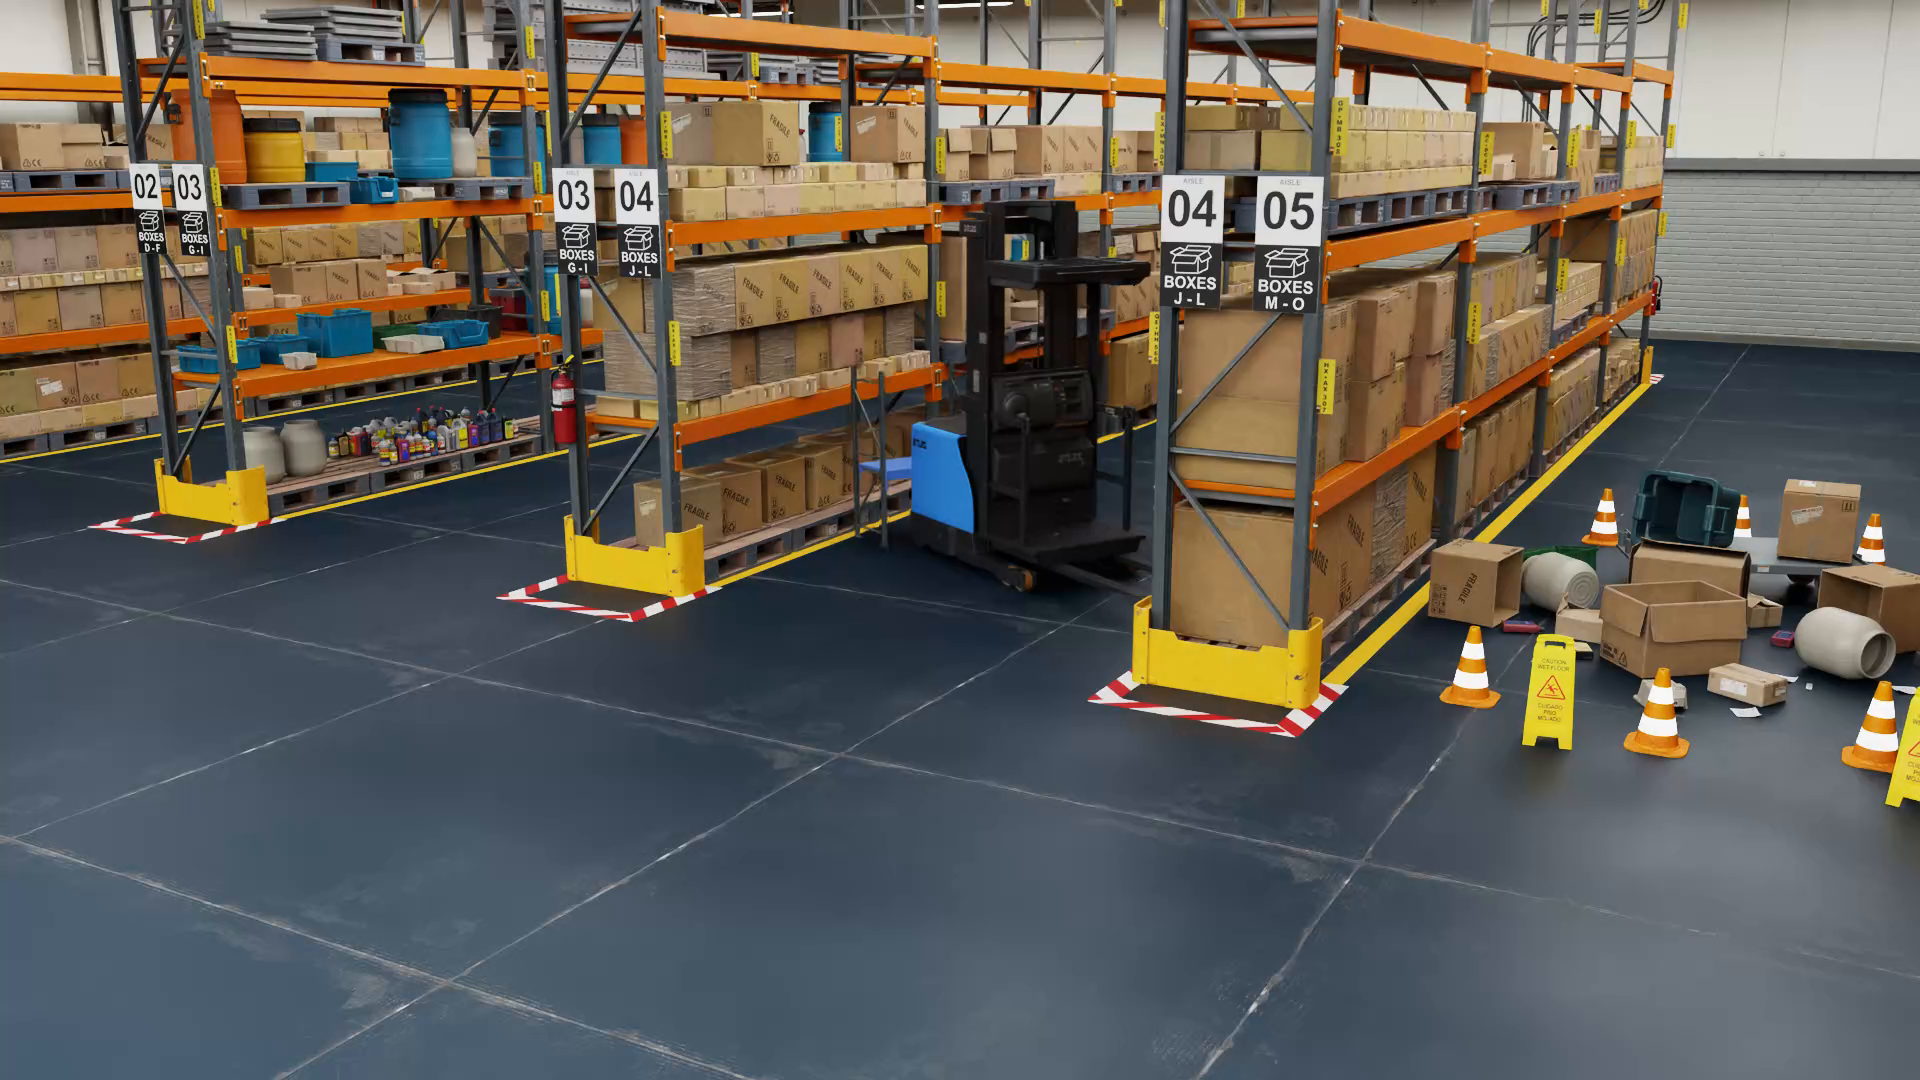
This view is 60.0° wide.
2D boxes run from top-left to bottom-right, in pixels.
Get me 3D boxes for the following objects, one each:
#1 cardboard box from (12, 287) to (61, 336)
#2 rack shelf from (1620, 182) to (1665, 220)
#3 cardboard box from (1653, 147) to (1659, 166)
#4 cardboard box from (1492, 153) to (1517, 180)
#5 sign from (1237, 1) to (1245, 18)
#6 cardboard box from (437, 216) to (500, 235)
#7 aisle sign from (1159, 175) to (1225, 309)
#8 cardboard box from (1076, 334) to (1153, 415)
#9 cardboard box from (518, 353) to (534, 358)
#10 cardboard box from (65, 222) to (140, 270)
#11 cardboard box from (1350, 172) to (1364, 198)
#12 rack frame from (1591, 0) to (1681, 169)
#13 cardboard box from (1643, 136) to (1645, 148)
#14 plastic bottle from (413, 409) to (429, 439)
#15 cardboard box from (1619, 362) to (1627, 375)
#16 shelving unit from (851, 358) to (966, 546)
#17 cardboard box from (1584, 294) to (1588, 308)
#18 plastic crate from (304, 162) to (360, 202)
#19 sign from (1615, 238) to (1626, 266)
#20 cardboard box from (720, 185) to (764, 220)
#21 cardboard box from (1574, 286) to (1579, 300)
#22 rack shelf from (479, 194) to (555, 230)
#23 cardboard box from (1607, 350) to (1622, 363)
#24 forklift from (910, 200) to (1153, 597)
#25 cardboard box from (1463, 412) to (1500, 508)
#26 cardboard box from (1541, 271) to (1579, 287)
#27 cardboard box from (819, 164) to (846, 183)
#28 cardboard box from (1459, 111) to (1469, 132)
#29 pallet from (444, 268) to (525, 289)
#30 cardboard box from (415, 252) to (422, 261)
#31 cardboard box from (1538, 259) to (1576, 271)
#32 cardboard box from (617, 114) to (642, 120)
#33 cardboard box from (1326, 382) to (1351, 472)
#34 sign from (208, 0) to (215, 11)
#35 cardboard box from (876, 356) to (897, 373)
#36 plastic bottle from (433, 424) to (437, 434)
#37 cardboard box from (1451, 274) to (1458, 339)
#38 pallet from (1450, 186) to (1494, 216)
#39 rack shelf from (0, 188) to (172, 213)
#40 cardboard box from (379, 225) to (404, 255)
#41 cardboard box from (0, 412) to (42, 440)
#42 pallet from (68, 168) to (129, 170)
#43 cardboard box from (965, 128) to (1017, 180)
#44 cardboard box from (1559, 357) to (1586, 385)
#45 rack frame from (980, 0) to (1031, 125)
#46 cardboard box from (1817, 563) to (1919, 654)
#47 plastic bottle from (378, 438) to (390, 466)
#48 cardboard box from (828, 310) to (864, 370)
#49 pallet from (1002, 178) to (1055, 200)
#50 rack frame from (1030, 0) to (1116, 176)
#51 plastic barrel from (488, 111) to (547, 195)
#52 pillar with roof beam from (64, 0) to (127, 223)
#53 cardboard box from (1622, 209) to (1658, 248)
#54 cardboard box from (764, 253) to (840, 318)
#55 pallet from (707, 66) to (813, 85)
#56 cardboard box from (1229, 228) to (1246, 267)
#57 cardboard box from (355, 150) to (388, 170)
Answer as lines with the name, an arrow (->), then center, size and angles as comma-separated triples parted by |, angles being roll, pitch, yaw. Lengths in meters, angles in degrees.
cardboard box -> -10.534, -2.577, 18.610 | 0.700, 0.500, 0.500 | 7, 15, 28
rack shelf -> 8.465, -4.500, 21.933 | 1.077, 0.370, 4.000 | 7, 15, 28
cardboard box -> 9.186, -5.201, 22.562 | 0.500, 0.250, 0.500 | 7, 15, 27
cardboard box -> 4.721, -3.345, 14.786 | 0.396, 0.266, 0.258 | 7, 15, 28
sign -> 3.686, -6.914, 21.848 | 0.100, 0.325, 0.005 | 7, 15, 28
cardboard box -> -9.169, -5.652, 30.936 | 0.980, 0.700, 0.700 | 7, 15, 27
aisle sign -> 1.400, -1.802, 10.062 | 0.394, 0.787, 0.004 | 7, 15, 28
cardboard box -> 1.623, -2.053, 20.288 | 1.225, 0.875, 0.875 | 7, 15, 25
cardboard box -> -6.680, -3.034, 25.112 | 0.500, 0.500, 0.500 | 7, 15, 26
cardboard box -> -10.027, -3.426, 19.365 | 0.700, 0.500, 0.500 | 7, 15, 28
cardboard box -> 2.266, -2.194, 10.261 | 0.380, 0.149, 0.250 | 8, 15, 29
rack frame -> 9.432, -6.718, 23.199 | 1.000, 3.000, 0.127 | 7, 15, 28
cardboard box -> 8.643, -5.155, 21.517 | 0.380, 0.149, 0.250 | 7, 15, 26
plastic bottle -> -5.843, -1.252, 18.041 | 0.144, 0.351, 0.185 | 7, 15, 26
cardboard box -> 8.689, -2.299, 22.222 | 0.380, 0.149, 0.250 | 8, 15, 29
shelving unit -> -0.363, -0.790, 14.588 | 1.048, 1.500, 0.538 | -9, 15, -33
cardboard box -> 7.111, -2.803, 19.401 | 0.380, 0.149, 0.250 | 7, 15, 25
plastic crate -> -6.273, -3.539, 16.445 | 0.392, 0.384, 0.575 | 7, 15, 28
sign -> 7.986, -3.482, 20.104 | 0.100, 0.325, 0.005 | 7, 15, 28
cardboard box -> -1.893, -2.663, 13.099 | 0.500, 0.250, 0.500 | 7, 15, 27
cardboard box -> 6.722, -2.783, 18.684 | 0.380, 0.149, 0.250 | 8, 16, 30
rack shelf -> -4.031, -4.002, 19.869 | 1.077, 0.370, 4.000 | 7, 15, 28
cardboard box -> 8.624, -2.453, 22.227 | 0.380, 0.149, 0.250 | 7, 15, 28
forklift -> 0.772, -1.147, 13.039 | 1.130, 2.935, 3.031 | -8, 16, -31
cardboard box -> 4.322, -0.785, 15.294 | 1.050, 0.750, 0.750 | 7, 15, 28
cardboard box -> 6.715, -2.925, 18.636 | 0.380, 0.149, 0.250 | 7, 15, 27
cardboard box -> -1.199, -3.131, 14.190 | 0.380, 0.149, 0.250 | 8, 16, 31
cardboard box -> 3.611, -3.153, 12.537 | 0.380, 0.149, 0.250 | 7, 15, 28
pallet -> -7.132, -3.920, 24.802 | 1.213, 0.211, 1.003 | 7, 15, 28
cardboard box -> -9.719, -5.033, 29.505 | 0.380, 0.149, 0.250 | 8, 15, 29
cardboard box -> 7.485, -3.305, 20.996 | 0.500, 0.500, 0.500 | 7, 15, 28
cardboard box -> -5.263, -6.784, 27.525 | 0.700, 0.500, 0.500 | 7, 15, 28
cardboard box -> 2.084, -0.788, 11.084 | 0.875, 0.550, 0.550 | 7, 15, 28
sign -> -8.858, -6.425, 19.653 | 0.100, 0.325, 0.005 | 7, 15, 28
cardboard box -> -0.811, -1.628, 15.422 | 0.380, 0.149, 0.250 | 7, 15, 28
plastic bottle -> -5.481, -1.085, 17.493 | 0.061, 0.283, 0.133 | 7, 15, 28
cardboard box -> 3.866, -1.977, 13.986 | 0.700, 0.500, 0.500 | 7, 15, 27
pallet -> 4.031, -2.898, 14.164 | 0.805, 0.209, 1.217 | 7, 15, 26
rack shelf -> -10.299, -3.744, 18.796 | 1.077, 0.370, 4.000 | 7, 15, 28
cardboard box -> -10.044, -5.221, 28.899 | 0.500, 0.500, 0.500 | 8, 15, 28
cardboard box -> -10.573, -1.280, 18.414 | 0.500, 0.250, 0.500 | 7, 15, 28
pallet -> -12.780, -5.301, 24.120 | 1.213, 0.211, 1.003 | 7, 15, 28
cardboard box -> 0.106, -3.913, 16.850 | 0.797, 0.503, 0.637 | 8, 16, 30
cardboard box -> 6.856, -1.939, 19.013 | 0.500, 0.250, 0.500 | 7, 15, 26
rack frame -> 0.803, -7.862, 27.943 | 1.000, 3.000, 0.127 | 7, 15, 28
cardboard box -> 6.304, 0.480, 11.470 | 0.500, 0.500, 0.500 | -5, 14, -20
plastic bottle -> -5.782, -0.887, 16.695 | 0.097, 0.271, 0.097 | 0, 14, 0
cardboard box -> -1.360, -1.818, 14.825 | 0.875, 0.500, 0.500 | 7, 15, 28
pallet -> 0.228, -3.617, 17.137 | 1.213, 0.211, 1.003 | 7, 15, 28
rack frame -> 1.272, -5.659, 18.808 | 1.000, 3.000, 0.127 | 7, 15, 28
plastic barrel -> -4.942, -4.314, 18.559 | 0.600, 0.901, 0.708 | 7, 15, 28
pillar with roof beam -> -9.354, -6.687, 23.068 | 9.100, 9.000, 0.400 | 7, 15, 28
cardboard box -> 9.428, -4.359, 23.232 | 0.500, 0.500, 0.500 | 7, 15, 27
cardboard box -> -1.367, -2.171, 14.156 | 0.500, 0.500, 0.500 | 7, 15, 28
pallet -> -2.689, -6.079, 21.804 | 1.213, 0.211, 1.003 | 7, 15, 28
cardboard box -> 3.661, -4.069, 23.097 | 0.500, 0.500, 0.500 | 7, 15, 28
cardboard box -> -8.093, -5.130, 22.438 | 0.500, 0.250, 0.500 | 7, 15, 27
